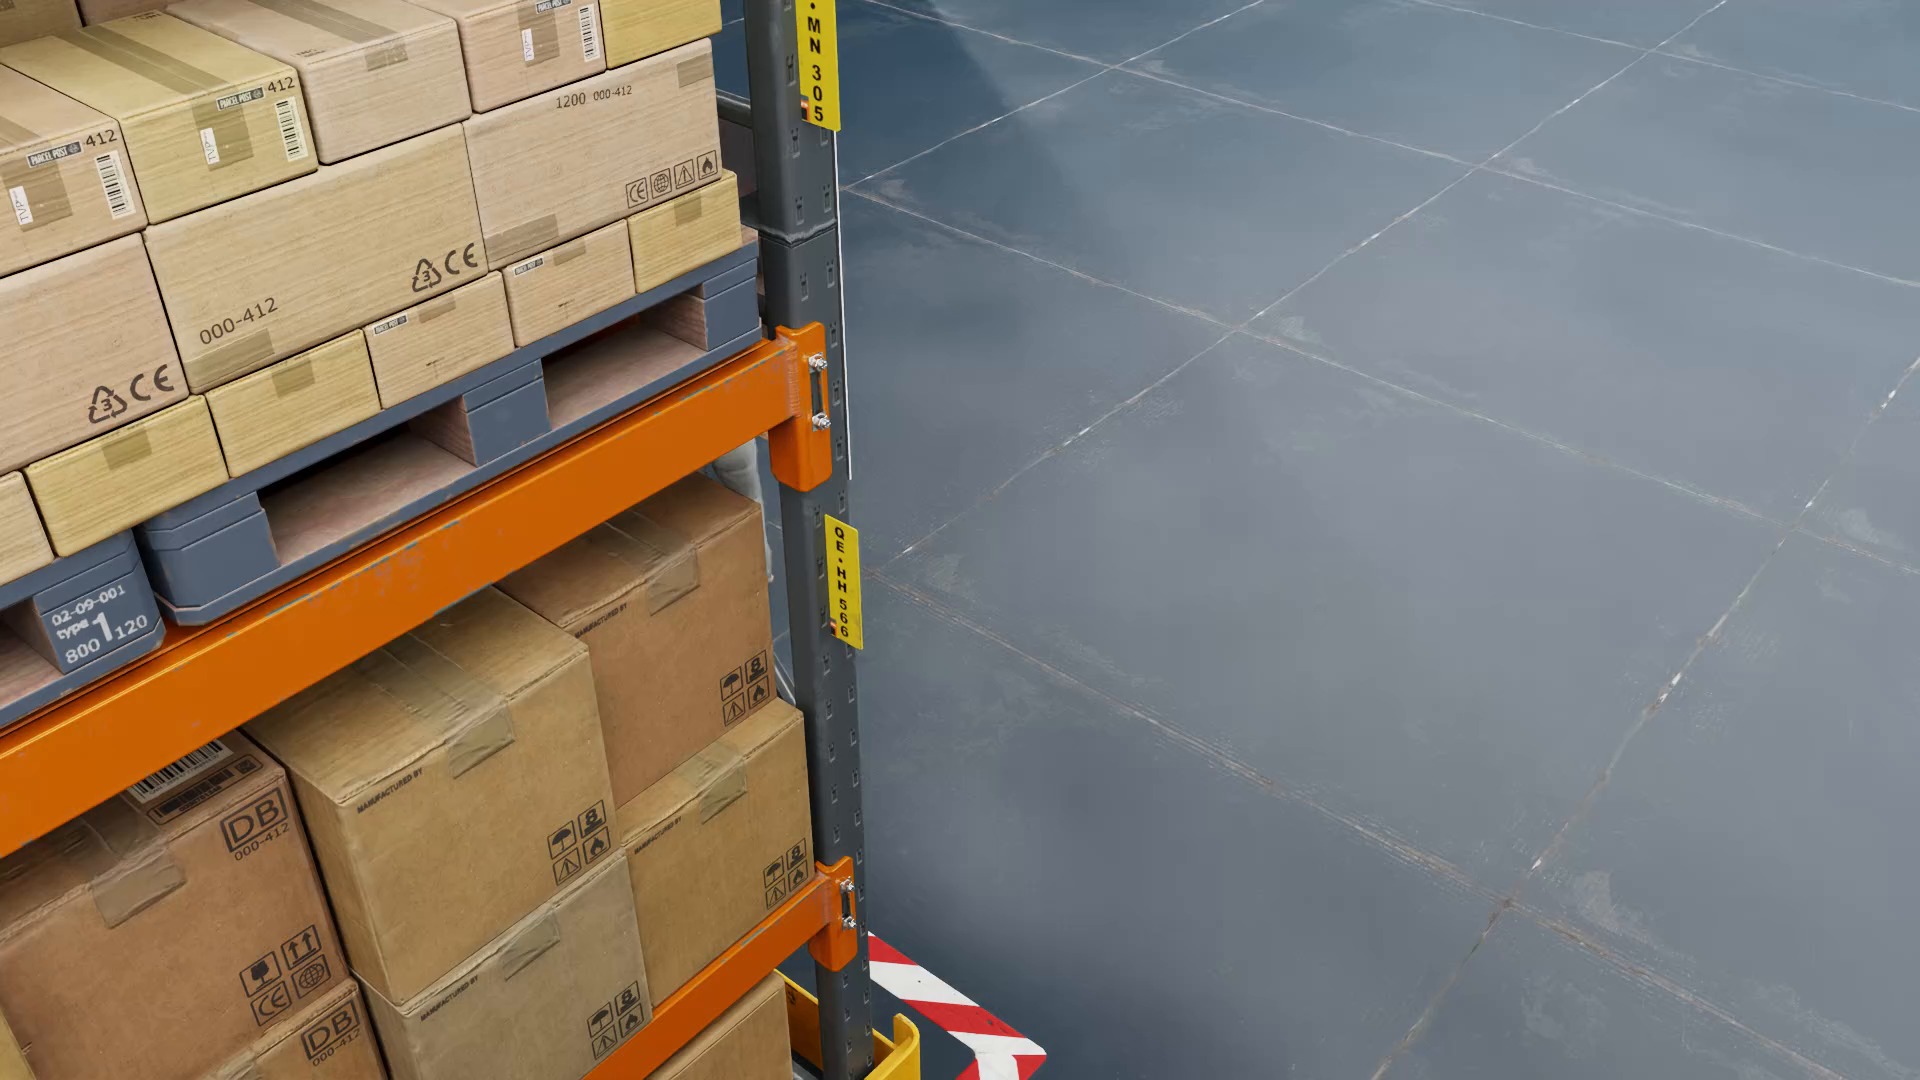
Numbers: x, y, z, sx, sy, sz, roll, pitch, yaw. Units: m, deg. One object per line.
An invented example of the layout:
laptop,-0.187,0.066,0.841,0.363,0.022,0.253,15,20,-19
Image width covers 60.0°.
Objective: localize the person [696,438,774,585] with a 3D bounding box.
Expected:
person,-1.065,-0.463,6.779,0.514,1.671,0.506,-7,36,-10
